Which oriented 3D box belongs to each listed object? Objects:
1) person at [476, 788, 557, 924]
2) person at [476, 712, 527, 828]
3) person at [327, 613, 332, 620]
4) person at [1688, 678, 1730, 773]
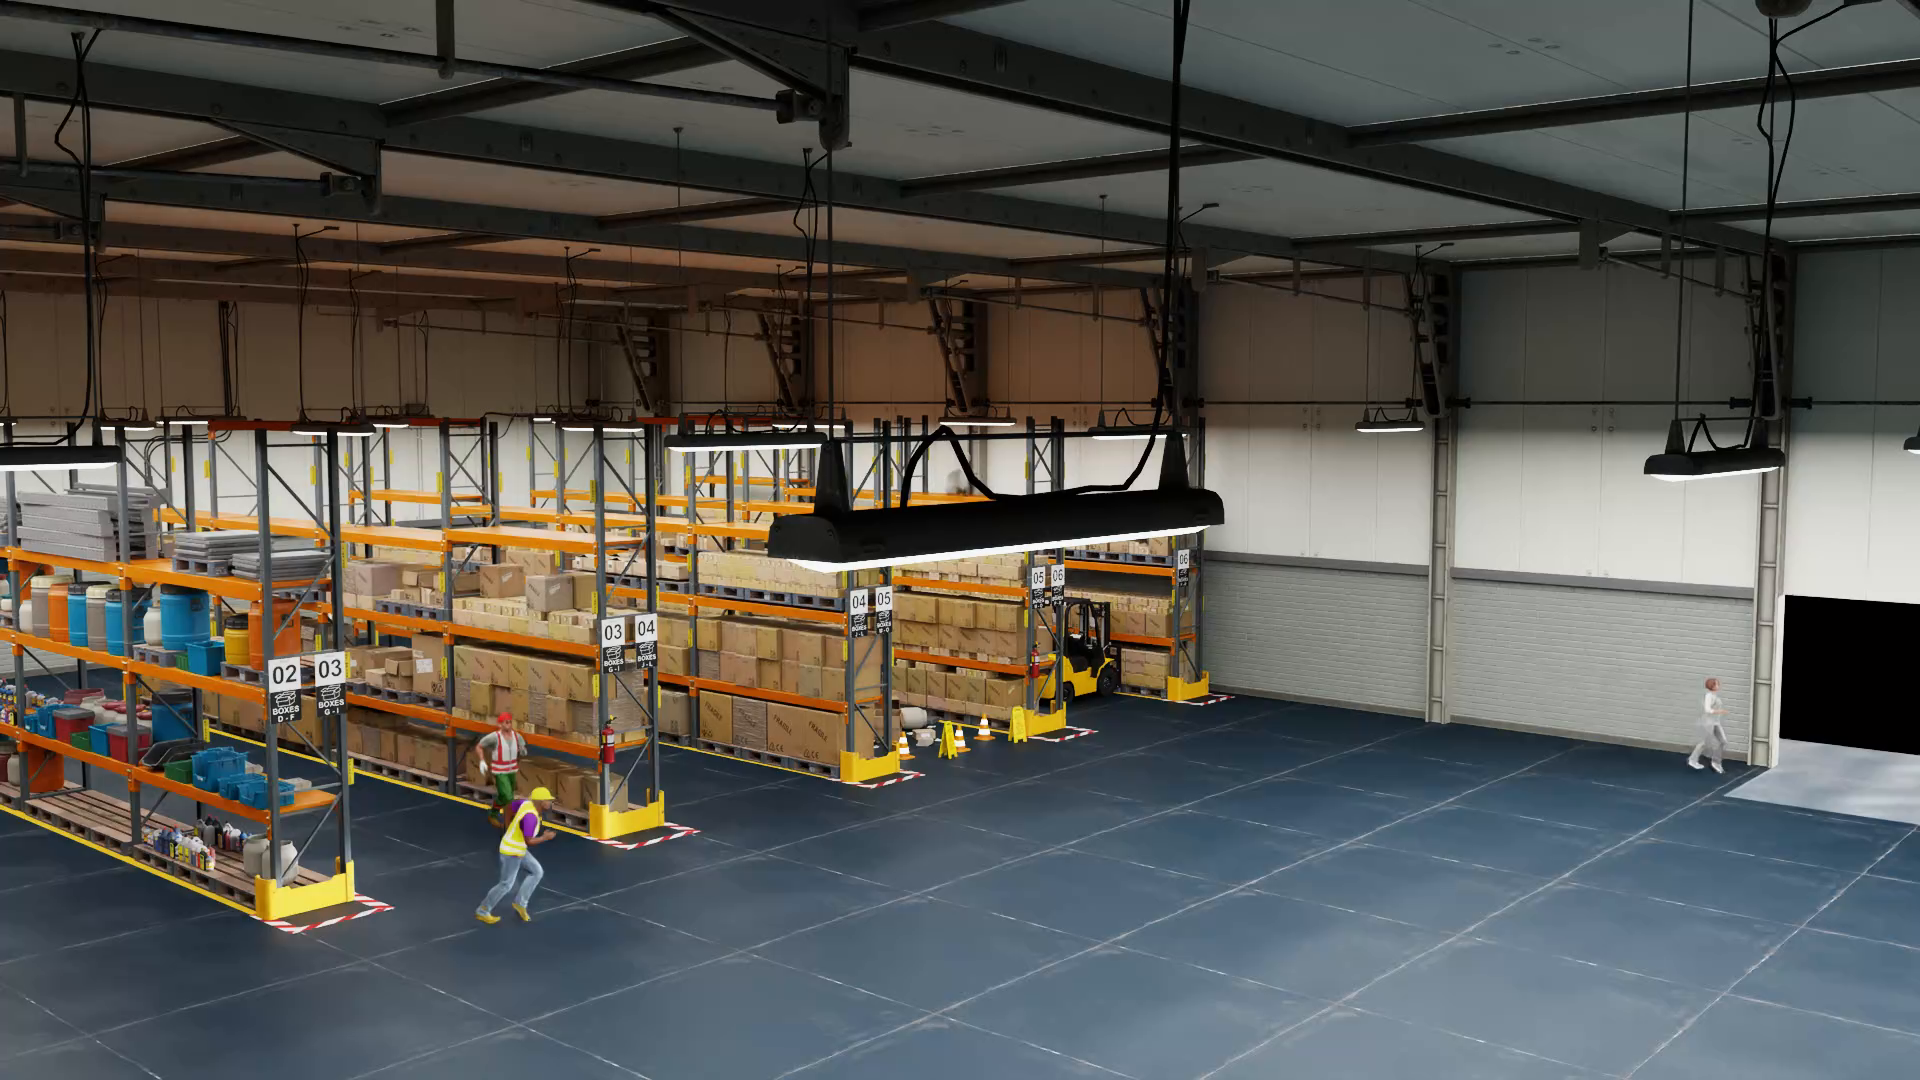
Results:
[{"bbox_3d":[-5.403,3.846,20.226,0.973,1.669,0.740,-1,5,-16],"label":"person"},{"bbox_3d":[-6.637,3.399,24.203,0.938,1.814,0.654,4,6,37],"label":"person"},{"bbox_3d":[-14.841,2.193,39.251,0.978,1.715,0.725,-3,6,-33],"label":"person"},{"bbox_3d":[12.823,3.175,28.436,0.628,1.653,0.538,4,6,39],"label":"person"}]
